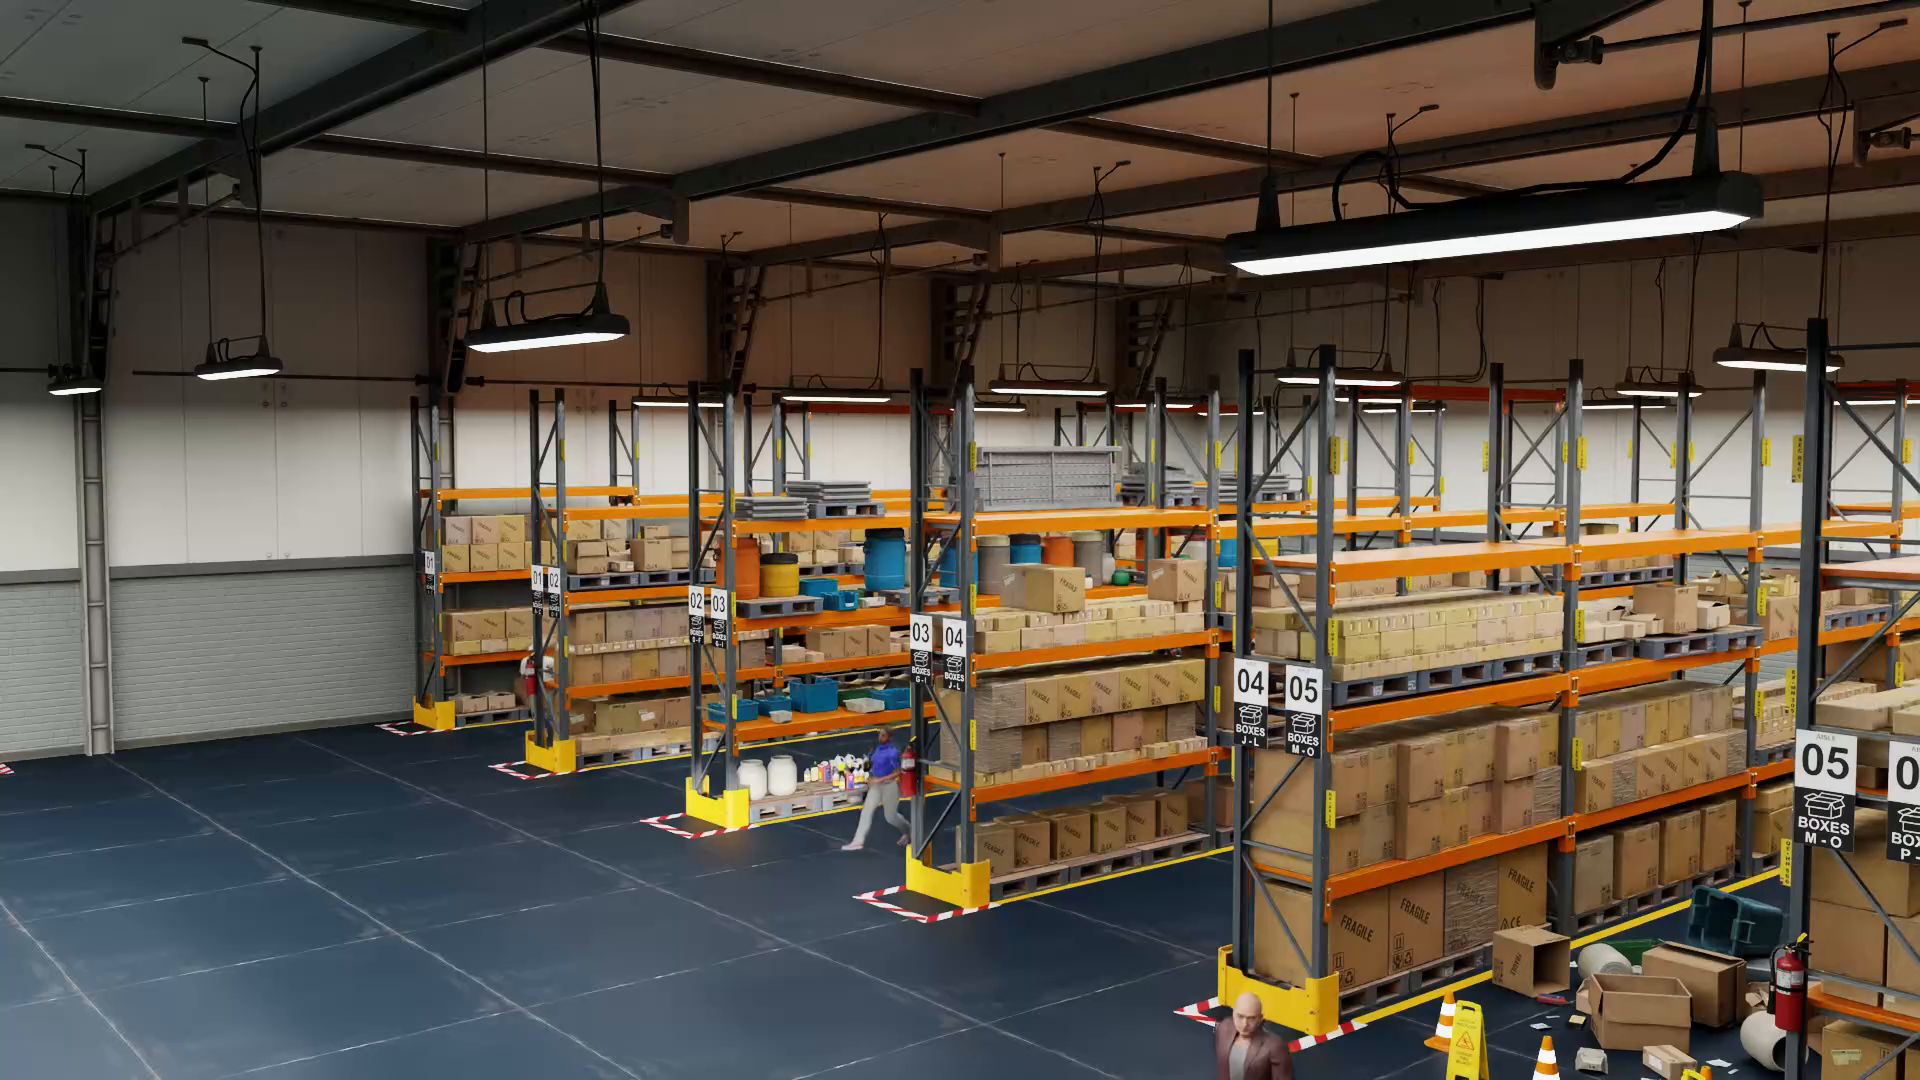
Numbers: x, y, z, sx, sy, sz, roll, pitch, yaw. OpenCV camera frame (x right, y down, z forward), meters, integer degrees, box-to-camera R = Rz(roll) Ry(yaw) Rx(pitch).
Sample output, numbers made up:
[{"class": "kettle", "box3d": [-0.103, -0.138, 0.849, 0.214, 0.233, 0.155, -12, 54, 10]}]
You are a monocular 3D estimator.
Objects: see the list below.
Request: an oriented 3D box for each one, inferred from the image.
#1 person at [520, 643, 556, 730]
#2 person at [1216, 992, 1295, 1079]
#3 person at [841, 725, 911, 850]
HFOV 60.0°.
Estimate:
[{"class": "person", "box3d": [-7.340, 2.612, 29.079, 0.665, 1.695, 0.822, 0, 3, -4]}, {"class": "person", "box3d": [1.838, 3.764, 10.529, 0.664, 1.538, 0.784, 2, 4, 29]}, {"class": "person", "box3d": [-0.939, 3.087, 20.772, 1.017, 1.586, 0.626, -3, 4, -37]}]
